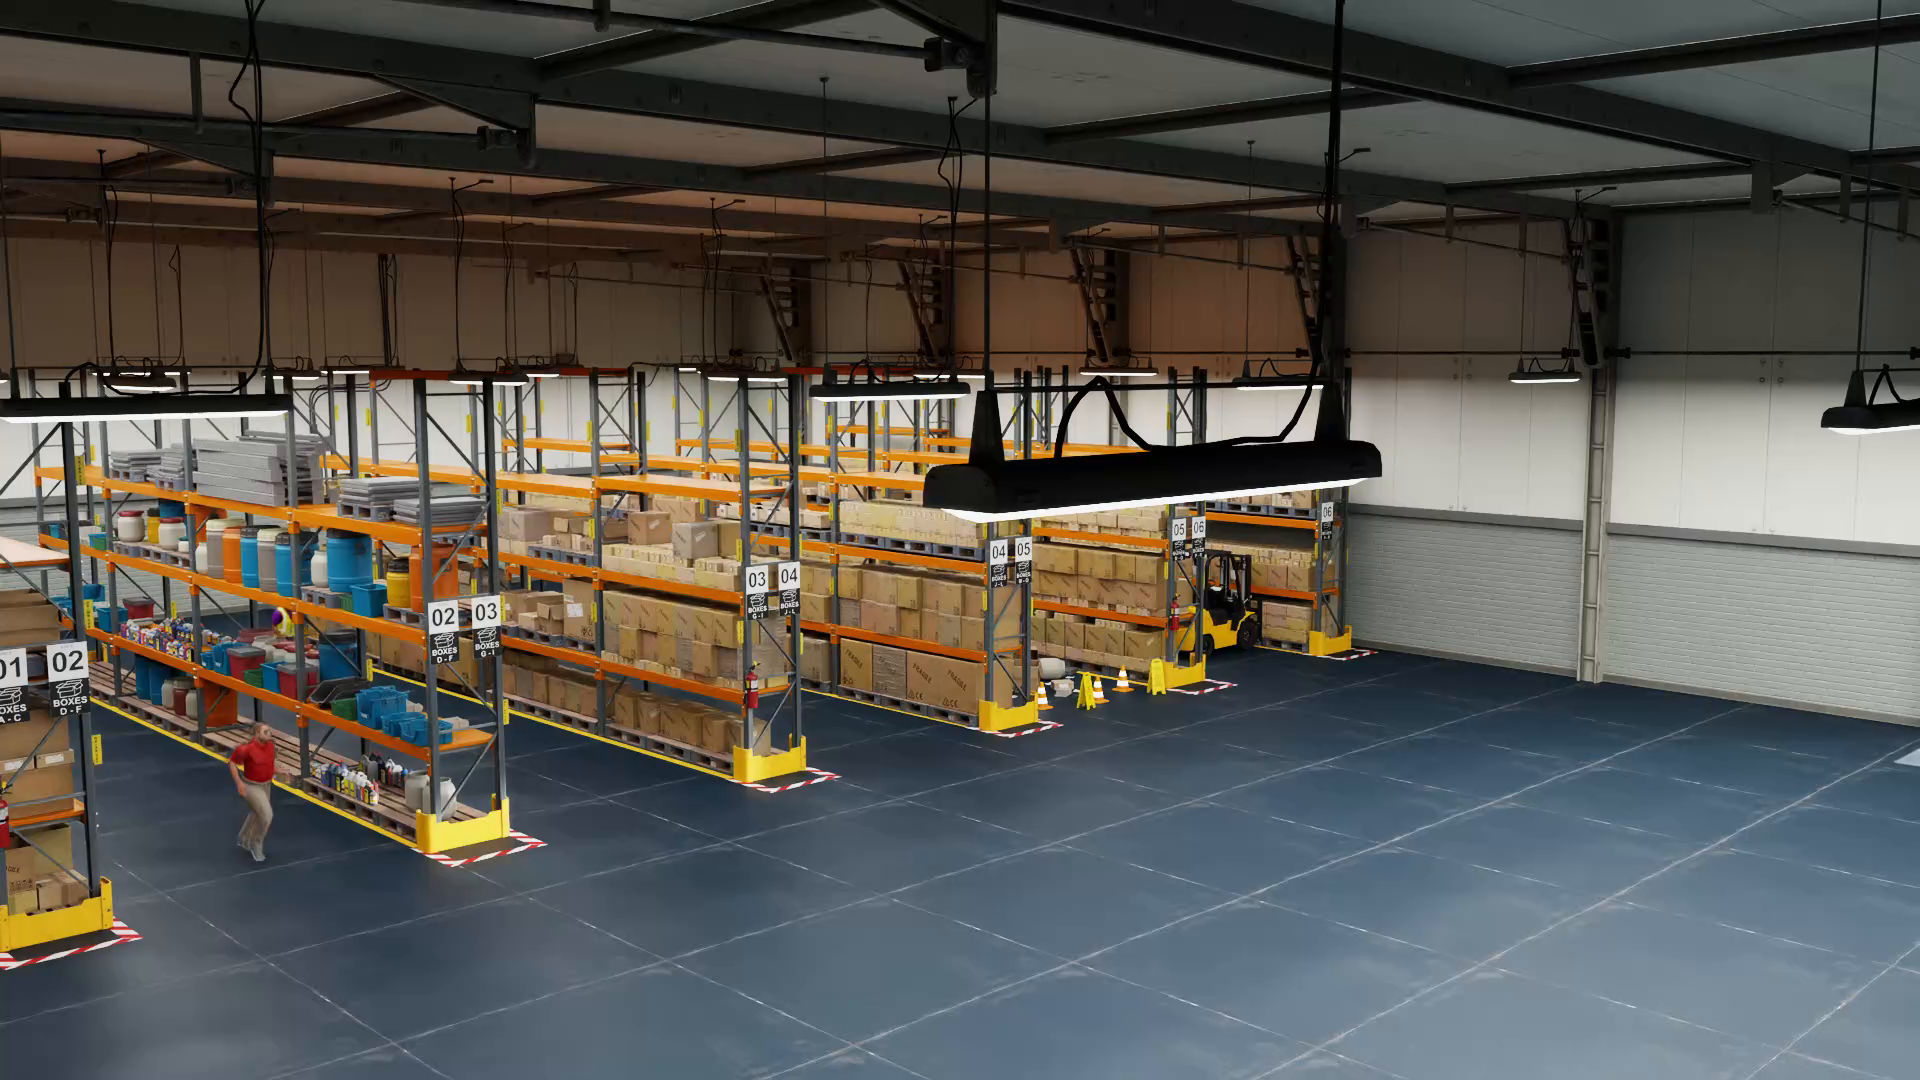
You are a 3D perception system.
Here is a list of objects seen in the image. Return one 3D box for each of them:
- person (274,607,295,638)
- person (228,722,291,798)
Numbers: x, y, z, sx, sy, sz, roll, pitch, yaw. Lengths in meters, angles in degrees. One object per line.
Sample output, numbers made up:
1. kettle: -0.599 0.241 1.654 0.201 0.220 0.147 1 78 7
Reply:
1. person: -12.993 1.461 32.135 0.554 0.858 0.458 3 7 28
2. person: -8.715 2.734 20.807 0.628 0.915 0.578 2 7 15
